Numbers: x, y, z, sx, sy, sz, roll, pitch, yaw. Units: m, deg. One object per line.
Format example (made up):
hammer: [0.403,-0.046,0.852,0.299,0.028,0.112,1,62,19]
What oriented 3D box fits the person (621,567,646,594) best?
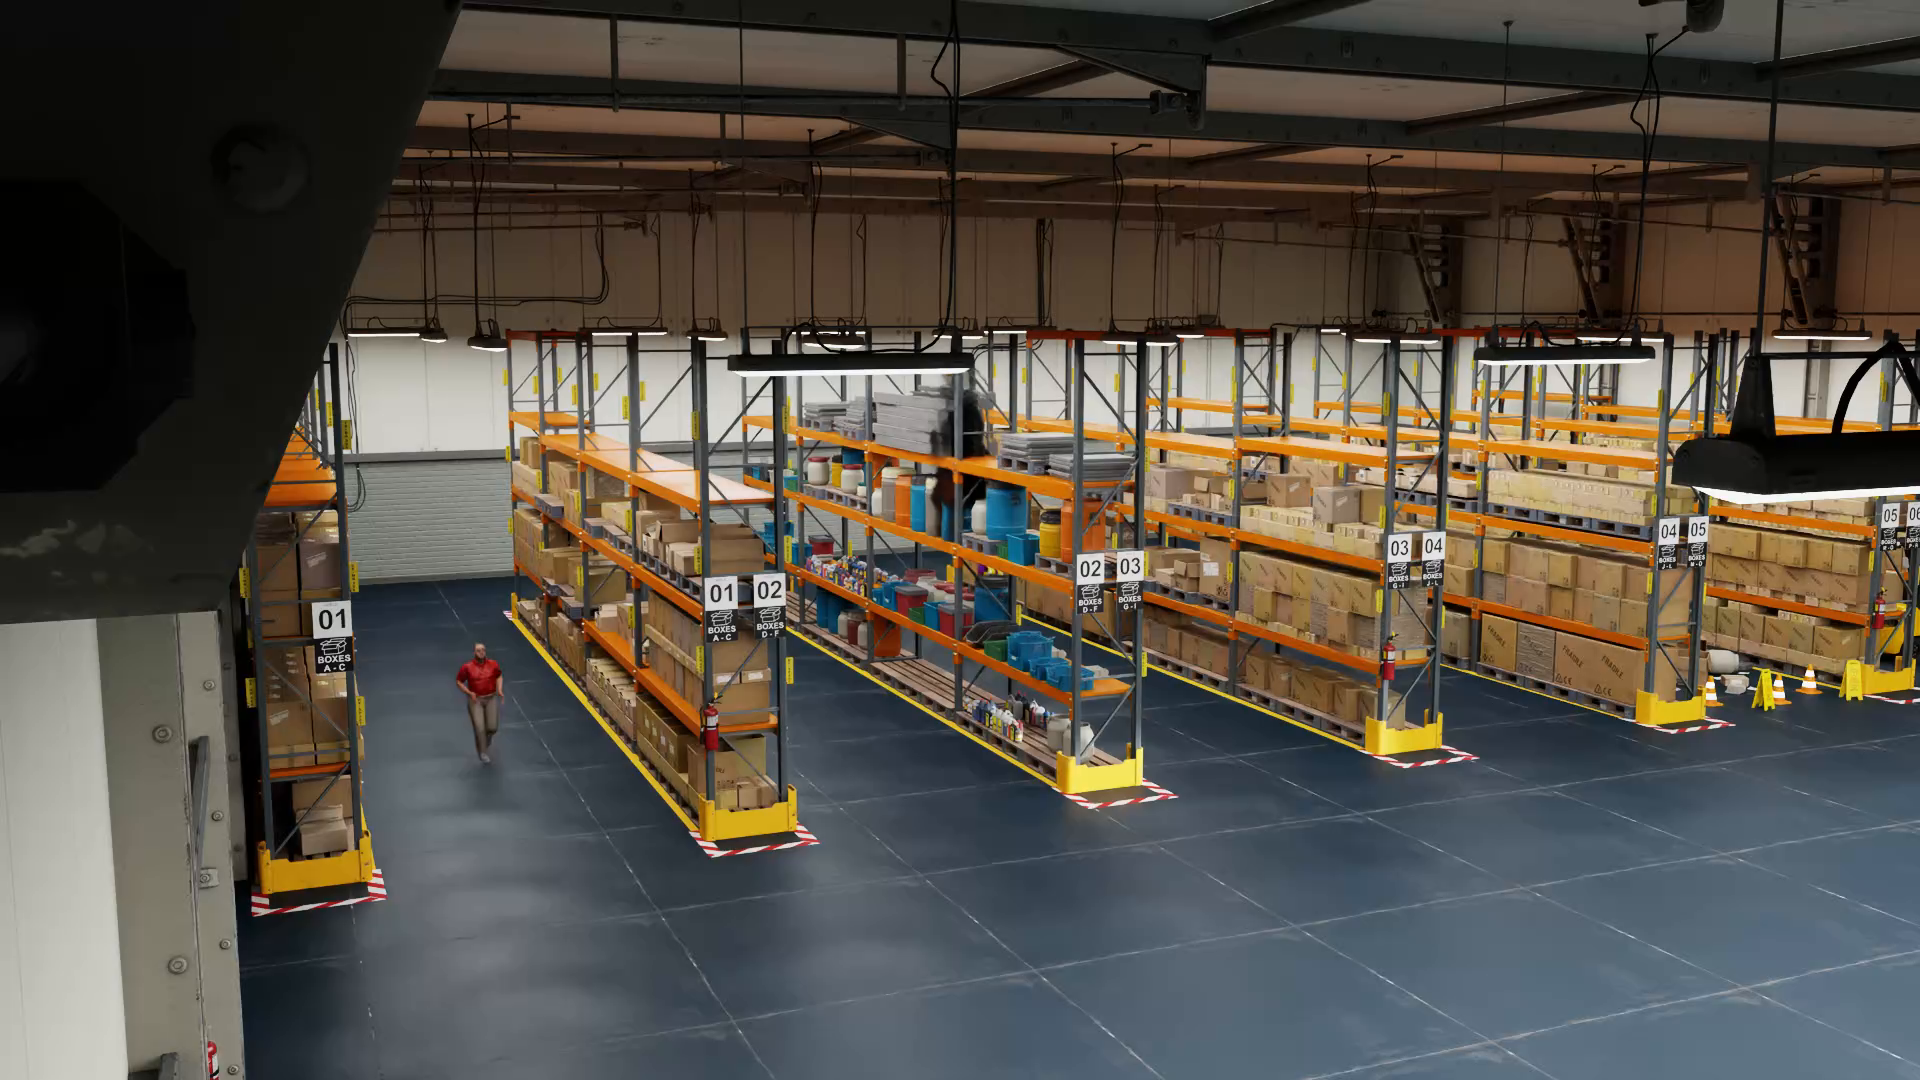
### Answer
person: [-6.651,0.922,33.949,0.563,1.609,0.569,-4,9,-28]

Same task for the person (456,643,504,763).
person: [-6.810,2.300,23.673,0.665,1.688,0.578,-4,9,-29]

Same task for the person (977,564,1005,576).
person: [0.639,0.952,33.456,0.686,1.703,0.752,-3,8,-22]
